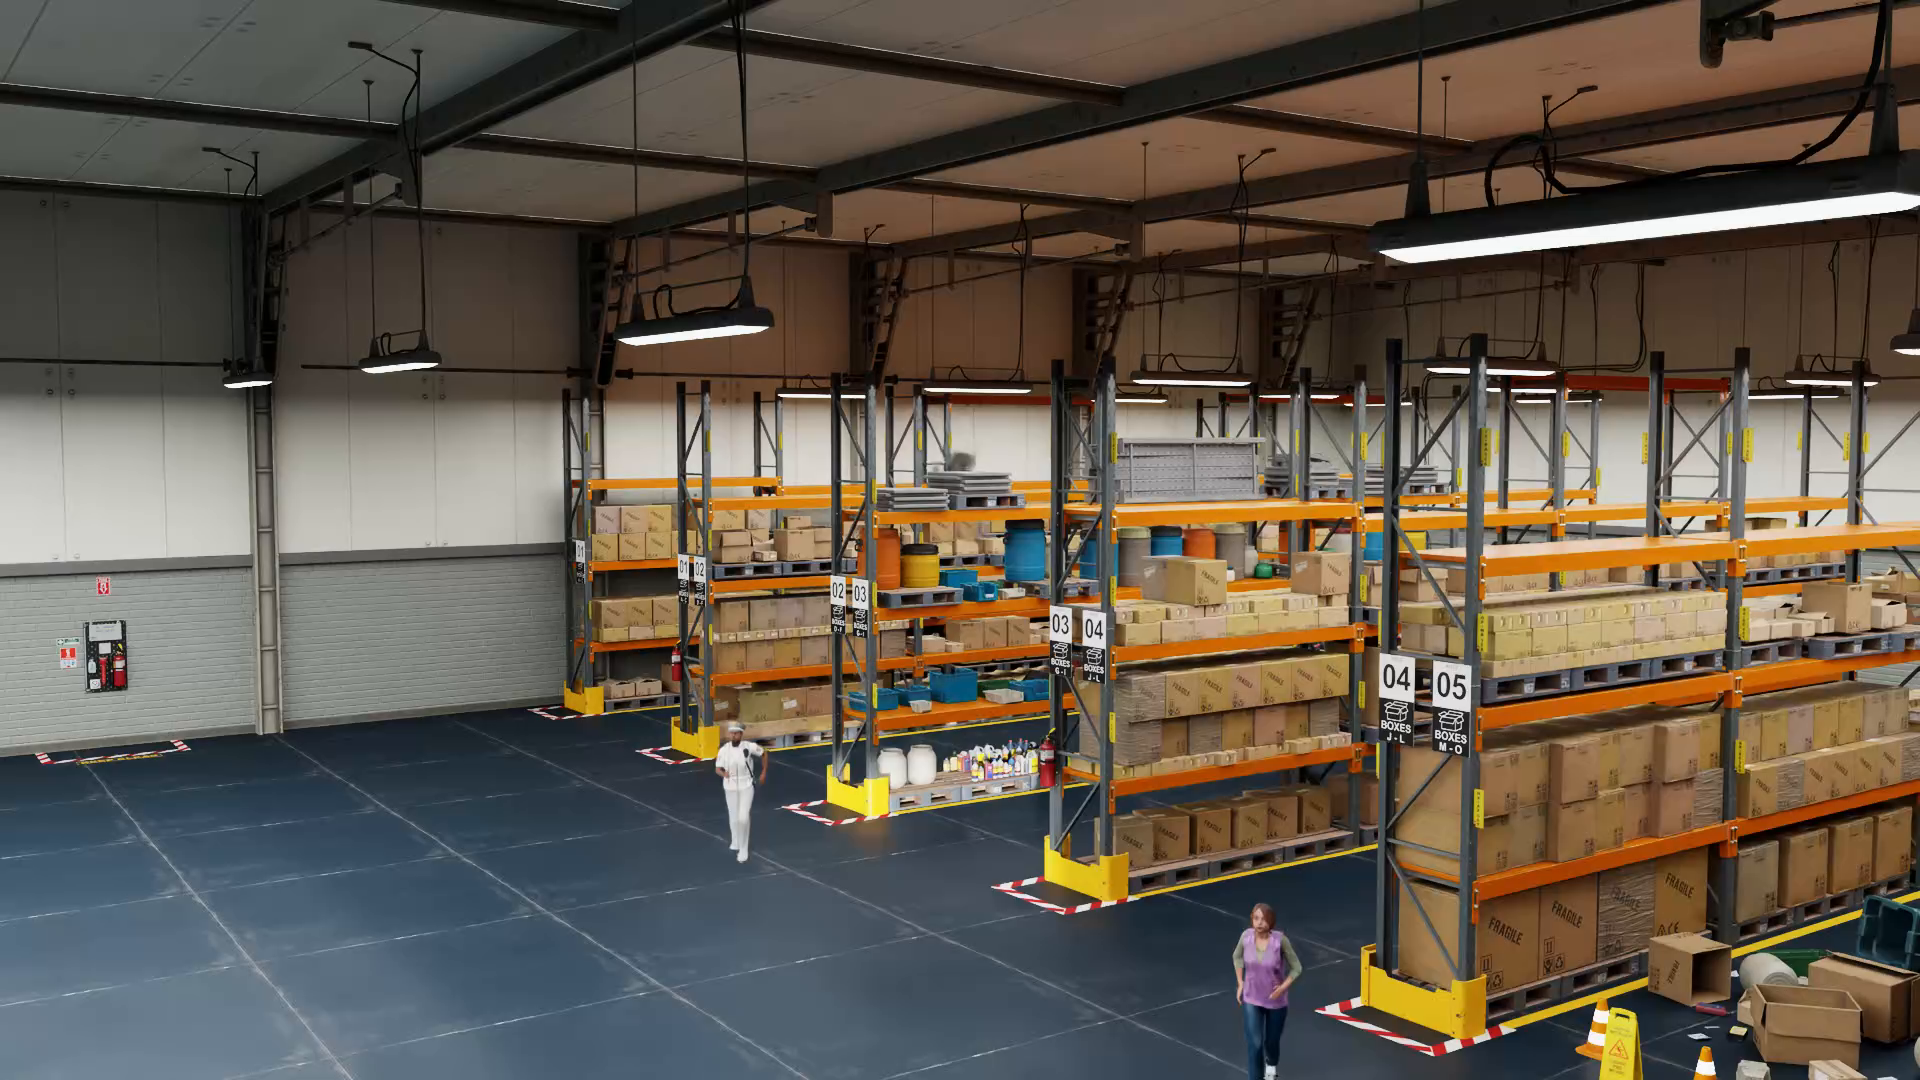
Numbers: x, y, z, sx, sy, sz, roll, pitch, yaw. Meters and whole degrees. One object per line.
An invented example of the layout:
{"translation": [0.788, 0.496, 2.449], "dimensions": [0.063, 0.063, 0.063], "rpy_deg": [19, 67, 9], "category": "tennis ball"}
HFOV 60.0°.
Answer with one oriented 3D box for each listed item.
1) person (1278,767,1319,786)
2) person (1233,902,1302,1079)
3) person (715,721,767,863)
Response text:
{"translation": [4.683, 2.804, 23.390], "dimensions": [0.796, 1.707, 0.606], "rpy_deg": [-3, 5, -36], "category": "person"}
{"translation": [2.342, 3.536, 12.711], "dimensions": [0.536, 1.602, 0.819], "rpy_deg": [1, 4, 15], "category": "person"}
{"translation": [-2.656, 3.028, 20.153], "dimensions": [0.584, 1.706, 0.849], "rpy_deg": [0, 4, 5], "category": "person"}
